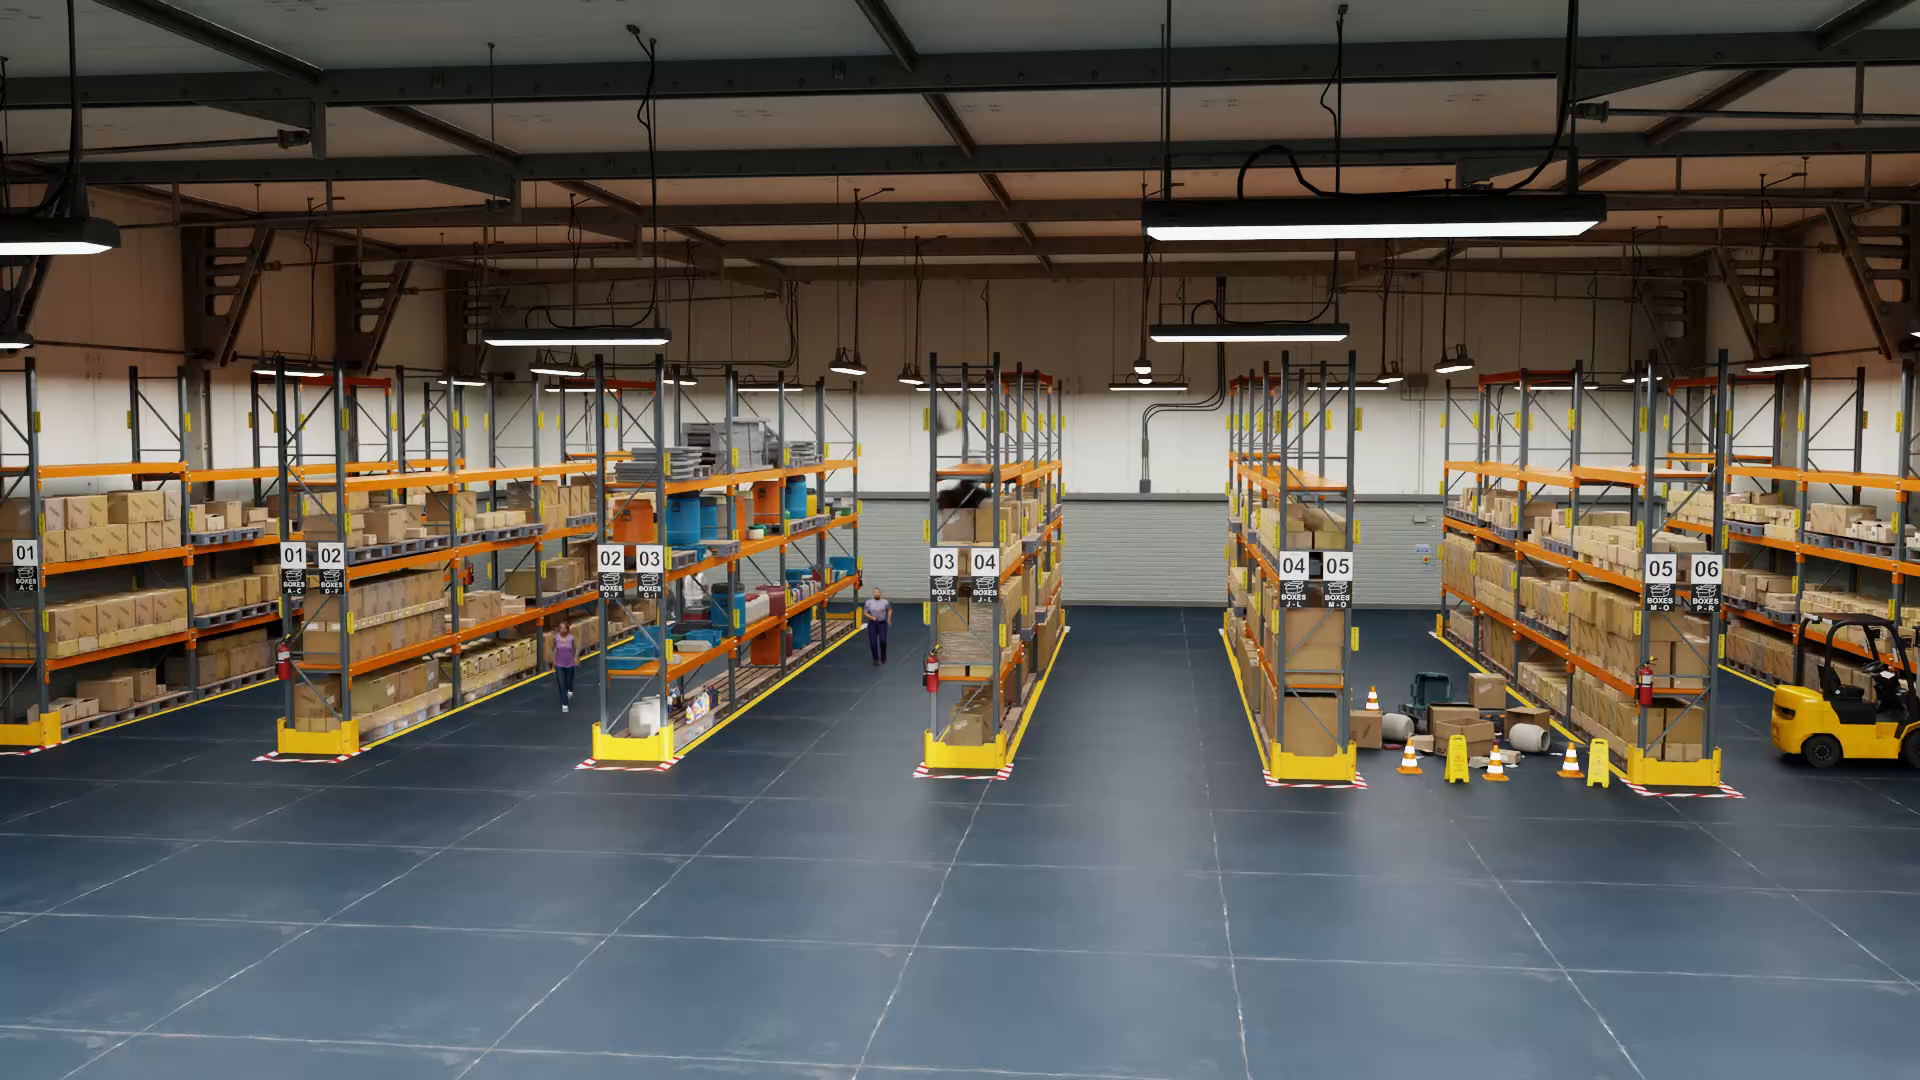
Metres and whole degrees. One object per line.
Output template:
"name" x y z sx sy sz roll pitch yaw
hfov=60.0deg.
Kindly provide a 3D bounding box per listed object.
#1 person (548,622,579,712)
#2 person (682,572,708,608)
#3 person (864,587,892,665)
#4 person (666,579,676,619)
"person" -6.895 2.192 28.967 0.525 1.553 0.682 -1 4 -12
"person" -6.130 1.385 38.299 0.667 1.827 0.900 -1 4 -7
"person" -1.683 1.779 34.159 0.592 1.609 0.577 0 4 -3
"person" -7.472 1.247 42.178 0.645 1.607 0.563 3 5 32
